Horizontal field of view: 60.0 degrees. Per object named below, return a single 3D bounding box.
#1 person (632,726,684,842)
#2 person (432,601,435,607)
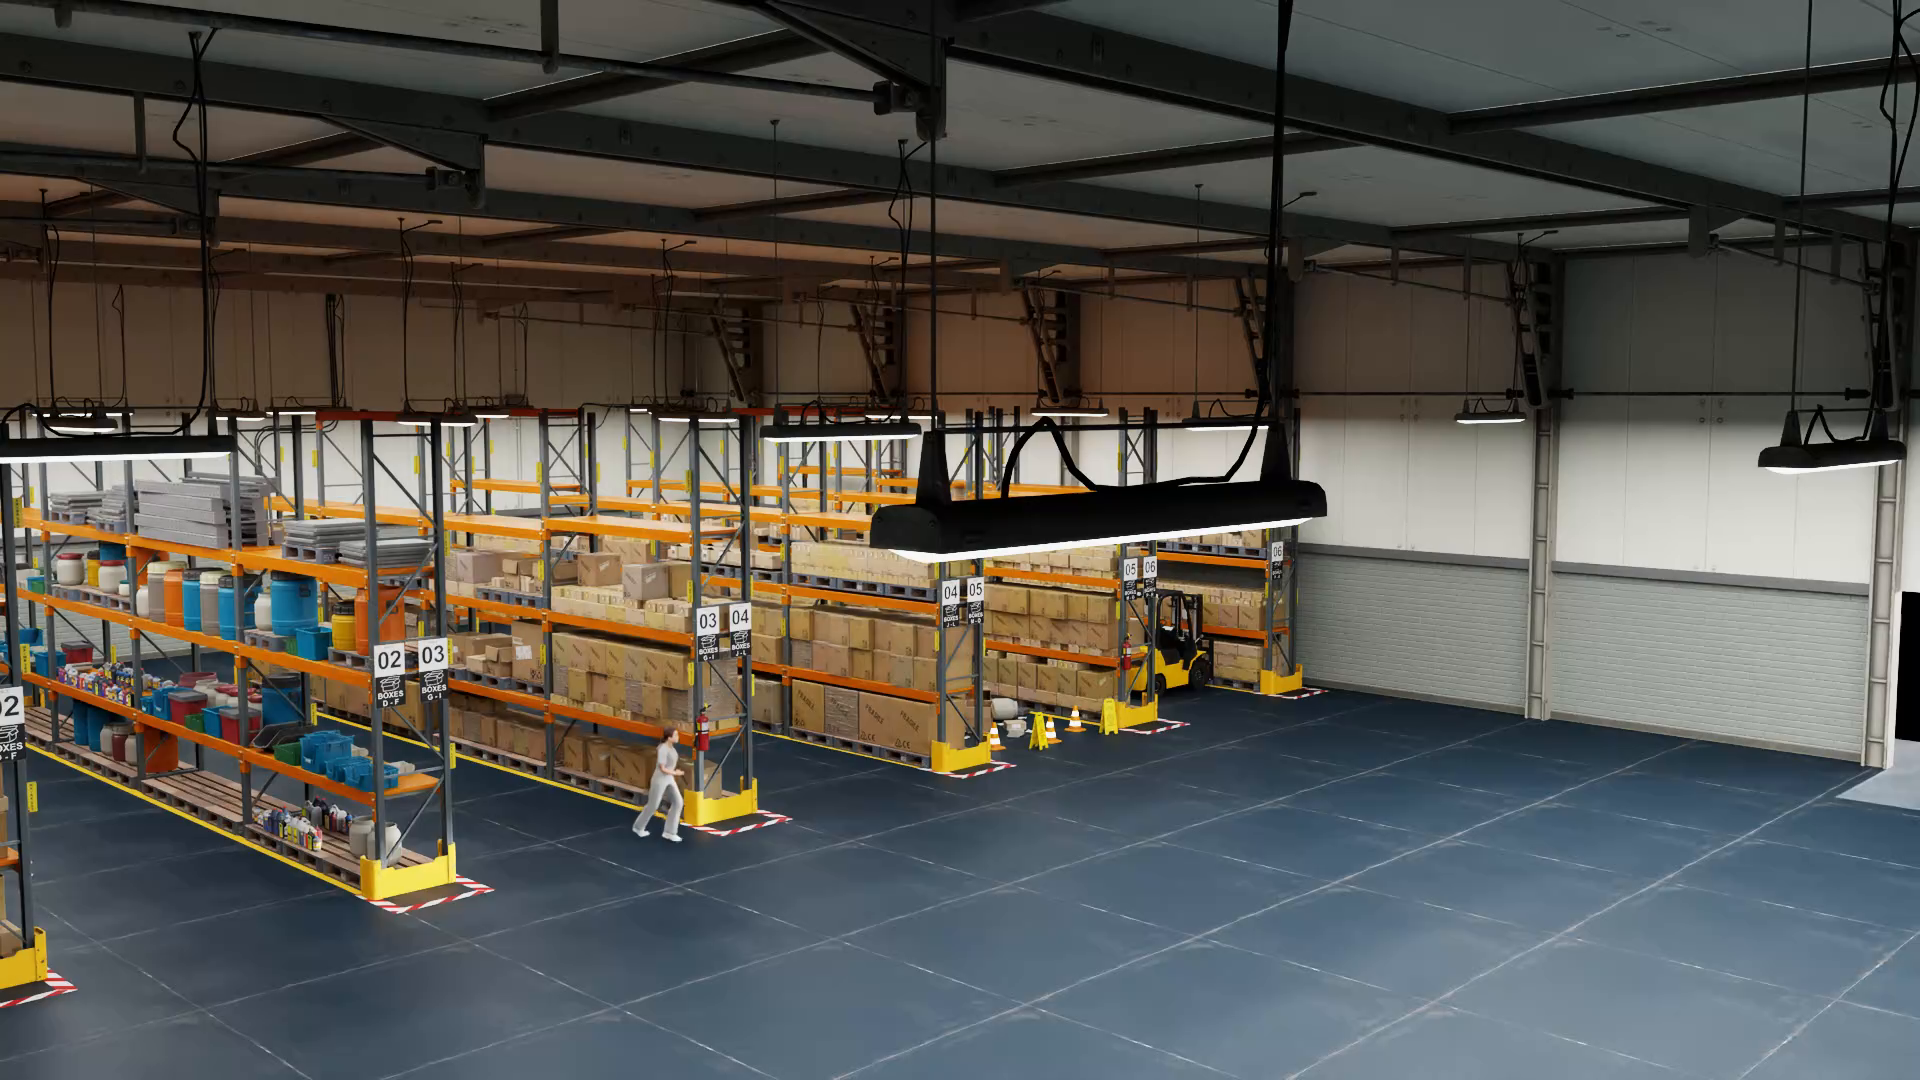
[{"bbox_3d":[-4.283,3.441,23.504,0.773,1.671,0.546,1,5,16],"label":"person"},{"bbox_3d":[-11.822,2.191,37.268,0.756,1.759,0.814,-4,6,-38],"label":"person"}]
